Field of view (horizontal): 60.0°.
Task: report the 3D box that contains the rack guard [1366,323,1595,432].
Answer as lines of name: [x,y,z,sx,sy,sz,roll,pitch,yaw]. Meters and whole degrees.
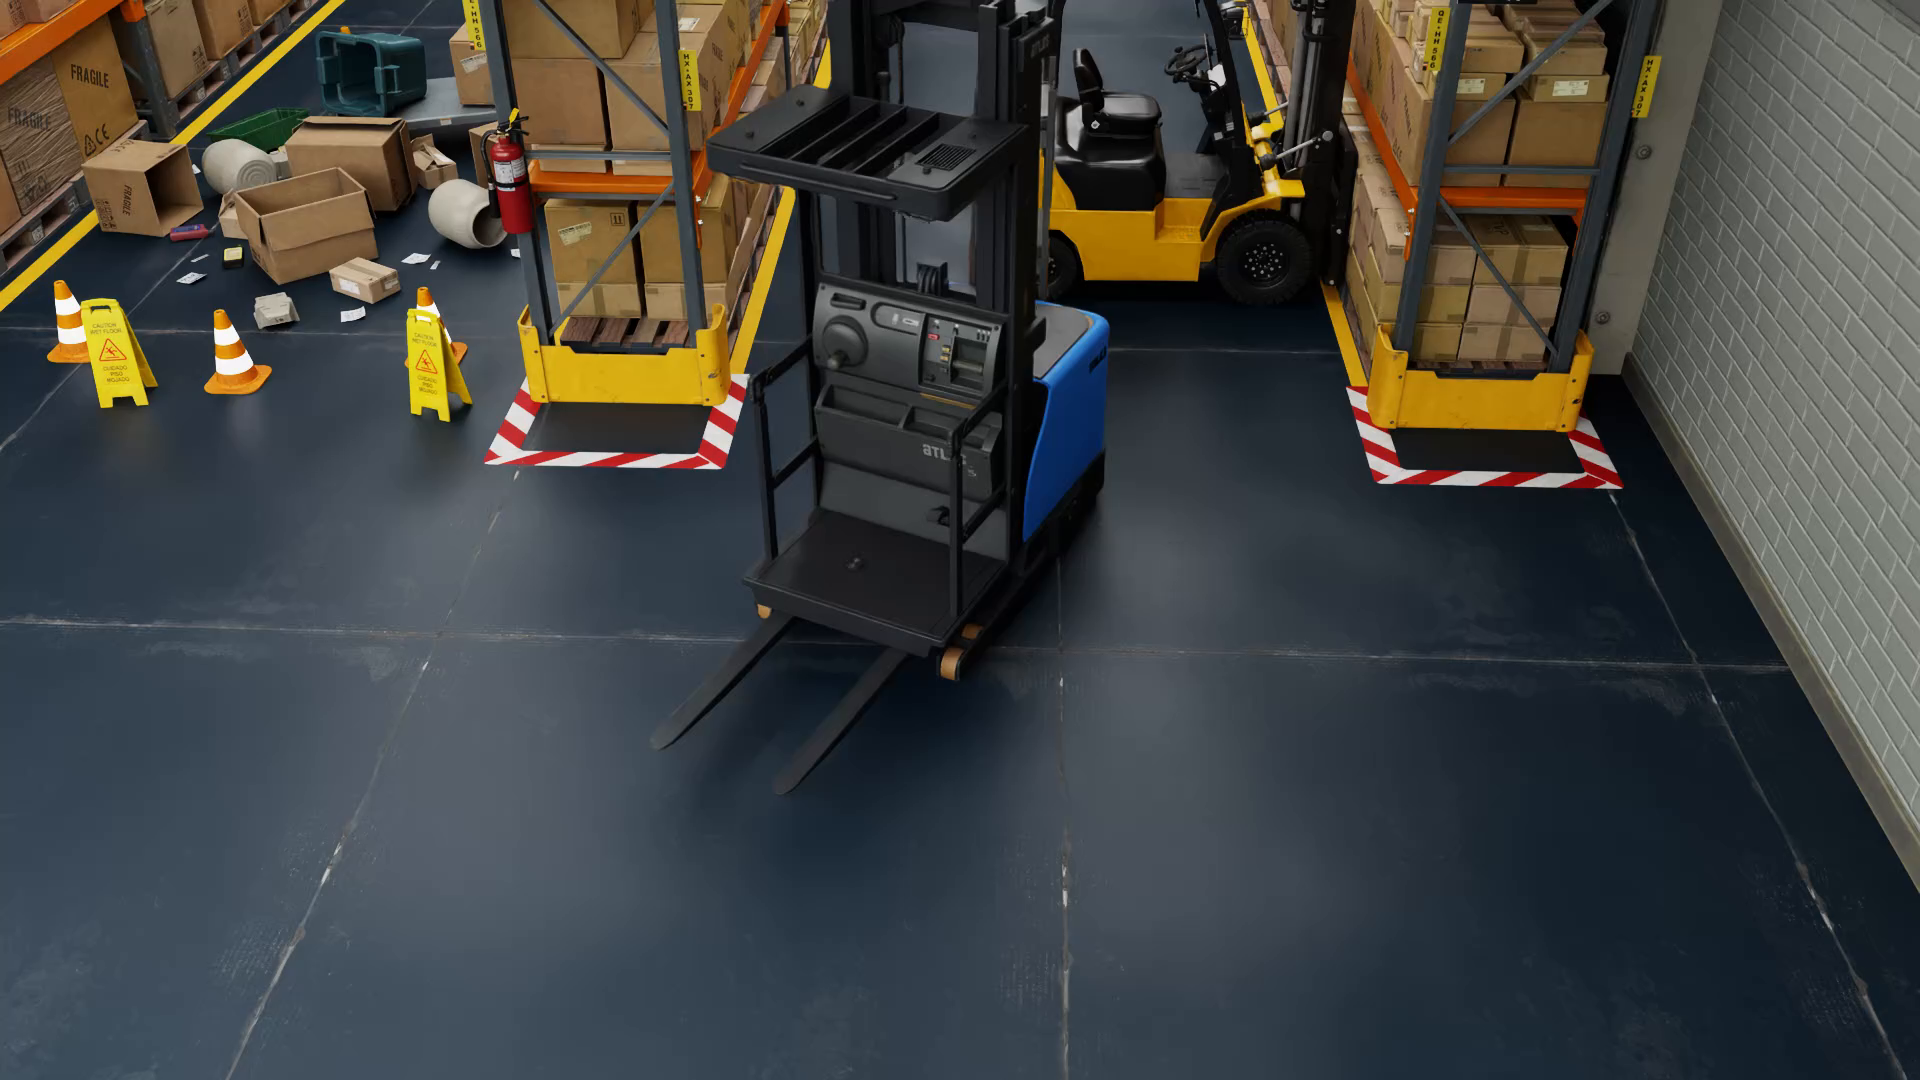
rack guard: [2.985,-0.938,9.595,1.175,0.500,0.348,1,35,2]

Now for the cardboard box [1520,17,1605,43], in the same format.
cardboard box: [3.287,-2.742,9.078,0.380,0.149,0.250,2,35,4]

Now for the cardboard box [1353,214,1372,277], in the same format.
cardboard box: [2.724,-1.801,10.240,0.500,0.250,0.500,1,35,1]

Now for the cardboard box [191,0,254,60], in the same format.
cardboard box: [-6.785,-4.606,14.231,1.050,0.750,0.750,1,35,2]

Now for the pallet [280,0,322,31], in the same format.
pallet: [-6.709,-5.147,15.836,1.003,0.211,1.213,1,35,2]

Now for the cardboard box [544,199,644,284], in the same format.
cardboard box: [-2.202,-1.907,10.174,0.500,0.500,0.500,2,35,2]

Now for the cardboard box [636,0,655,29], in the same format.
cardboard box: [-2.143,-3.248,9.493,0.700,0.500,0.500,2,35,2]

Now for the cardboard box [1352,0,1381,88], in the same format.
cardboard box: [2.803,-3.185,10.533,0.500,0.500,0.500,2,35,2]

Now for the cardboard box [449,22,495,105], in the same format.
cardboard box: [-3.593,-3.696,12.861,0.500,0.500,0.500,1,35,2]

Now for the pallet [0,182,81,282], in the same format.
pallet: [-6.918,-2.163,11.589,1.003,0.211,1.213,1,35,2]

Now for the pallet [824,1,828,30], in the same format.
pallet: [-1.685,-5.093,15.759,1.003,0.211,1.213,1,35,2]

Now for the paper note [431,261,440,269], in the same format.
paper note: [-3.584,-1.879,11.361,0.032,0.001,0.123,1,35,2]

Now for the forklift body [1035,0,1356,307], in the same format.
forklift body: [1.240,-2.759,10.751,2.313,2.155,1.214,1,35,2]

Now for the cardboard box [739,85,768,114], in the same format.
cardboard box: [-1.606,-2.807,11.455,0.500,0.500,0.500,3,35,4]

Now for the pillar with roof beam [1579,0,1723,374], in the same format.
pillar with roof beam: [-0.387,-4.908,7.852,9.100,9.000,0.400,1,35,2]

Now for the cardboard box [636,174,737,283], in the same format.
cardboard box: [-1.664,-1.911,10.180,0.500,0.500,0.500,0,35,0]

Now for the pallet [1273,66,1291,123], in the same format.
pallet: [3.138,-3.556,13.572,1.003,0.211,1.213,1,35,2]

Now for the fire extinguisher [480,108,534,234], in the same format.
fire extinguisher: [-2.439,-2.000,9.000,0.296,0.674,0.183,1,35,2]

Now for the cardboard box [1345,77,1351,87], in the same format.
cardboard box: [2.783,-3.164,11.746,0.500,0.250,0.500,1,35,2]

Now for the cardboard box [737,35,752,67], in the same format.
cardboard box: [-1.573,-3.212,10.876,0.380,0.149,0.250,2,35,2]

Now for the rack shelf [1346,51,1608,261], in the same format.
rack shelf: [3.067,-2.829,10.738,1.077,0.370,4.000,1,35,2]

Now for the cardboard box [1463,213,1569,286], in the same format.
cardboard box: [3.195,-1.702,9.665,0.500,0.250,0.500,1,35,1]

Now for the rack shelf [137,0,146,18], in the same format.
rack shelf: [-6.683,-5.296,14.248,1.077,0.370,4.000,1,35,2]

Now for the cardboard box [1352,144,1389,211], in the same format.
cardboard box: [2.718,-2.286,10.496,0.500,0.250,0.500,2,35,2]

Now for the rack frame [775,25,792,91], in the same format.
rack frame: [-1.813,-4.385,12.326,1.000,3.000,0.127,1,35,2]

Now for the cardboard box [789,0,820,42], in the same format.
cardboard box: [-1.743,-4.596,14.546,0.950,0.372,0.625,2,35,3]

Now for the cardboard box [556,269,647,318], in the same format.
cardboard box: [-2.209,-1.618,10.416,0.500,0.250,0.500,1,35,2]

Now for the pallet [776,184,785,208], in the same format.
pallet: [-1.804,-2.857,12.578,1.003,0.211,1.213,1,35,2]

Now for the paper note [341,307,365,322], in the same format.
paper note: [-3.924,-1.461,10.748,0.148,0.019,0.142,-10,36,-14]

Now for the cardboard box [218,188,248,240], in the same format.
cardboard box: [-4.992,-2.293,11.727,0.396,0.266,0.258,7,36,10]

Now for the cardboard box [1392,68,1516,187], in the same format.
cardboard box: [2.744,-2.304,9.279,0.500,0.500,0.500,1,35,1]

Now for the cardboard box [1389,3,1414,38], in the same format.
cardboard box: [2.757,-3.078,9.816,0.380,0.149,0.250,0,35,0]

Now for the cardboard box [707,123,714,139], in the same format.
cardboard box: [-1.665,-2.470,9.821,0.380,0.149,0.250,0,35,0]

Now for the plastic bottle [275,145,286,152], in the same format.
plastic bottle: [-5.266,-3.046,12.976,0.133,0.061,0.283,-17,38,-22]

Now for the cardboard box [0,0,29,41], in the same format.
cardboard box: [-6.905,-3.666,11.173,0.875,0.550,0.550,1,35,2]

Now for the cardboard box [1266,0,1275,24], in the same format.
cardboard box: [3.251,-5.037,14.955,0.875,0.625,0.625,2,35,3]

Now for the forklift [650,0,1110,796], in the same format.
forklift: [-0.339,-0.833,7.332,1.130,2.935,3.031,16,38,22]

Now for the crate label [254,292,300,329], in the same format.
crate label: [-4.398,-1.476,10.677,0.250,0.136,0.298,-17,38,-22]

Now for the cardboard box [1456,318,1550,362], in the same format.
cardboard box: [3.202,-1.299,9.961,0.500,0.250,0.500,1,35,2]

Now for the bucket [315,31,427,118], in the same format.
bucket: [-4.465,-3.592,12.724,0.726,0.611,0.620,13,27,18]

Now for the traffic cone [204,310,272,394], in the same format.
traffic cone: [-4.368,-1.156,9.938,0.336,0.463,0.334,1,35,2]

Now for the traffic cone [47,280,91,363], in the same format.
traffic cone: [-5.483,-1.378,10.253,0.336,0.463,0.334,1,35,2]

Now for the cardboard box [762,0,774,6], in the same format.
cardboard box: [-1.524,-3.947,11.922,0.380,0.149,0.250,2,35,3]

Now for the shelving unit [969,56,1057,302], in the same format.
shelving unit: [0.271,-1.509,9.012,0.431,2.100,0.503,2,35,2]

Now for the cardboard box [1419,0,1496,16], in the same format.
cardboard box: [2.837,-3.048,9.514,0.380,0.149,0.250,2,35,2]

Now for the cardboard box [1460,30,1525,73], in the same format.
cardboard box: [2.790,-2.613,8.895,0.380,0.149,0.250,1,35,2]

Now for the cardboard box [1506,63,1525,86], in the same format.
cardboard box: [3.206,-2.613,9.154,0.380,0.149,0.250,1,35,2]

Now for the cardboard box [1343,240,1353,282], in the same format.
cardboard box: [2.748,-1.871,10.776,0.500,0.250,0.500,2,35,2]

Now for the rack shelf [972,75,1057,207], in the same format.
rack shelf: [0.280,-2.071,8.617,0.431,0.518,0.480,2,35,2]

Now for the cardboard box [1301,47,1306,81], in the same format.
cardboard box: [3.157,-3.773,13.155,0.875,0.625,0.625,3,35,4]

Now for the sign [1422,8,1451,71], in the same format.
sign: [2.445,-2.566,8.525,0.100,0.325,0.005,1,35,2]

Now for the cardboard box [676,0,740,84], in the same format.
cardboard box: [-1.641,-3.106,10.160,0.500,0.500,0.500,1,35,1]

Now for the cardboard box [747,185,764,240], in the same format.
cardboard box: [-1.627,-2.198,11.240,0.500,0.250,0.500,4,35,5]

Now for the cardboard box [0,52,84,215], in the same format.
cardboard box: [-6.890,-2.866,11.648,0.875,0.875,0.875,2,35,2]

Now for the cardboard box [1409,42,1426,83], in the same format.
cardboard box: [2.701,-2.634,9.184,0.380,0.149,0.250,2,35,3]
